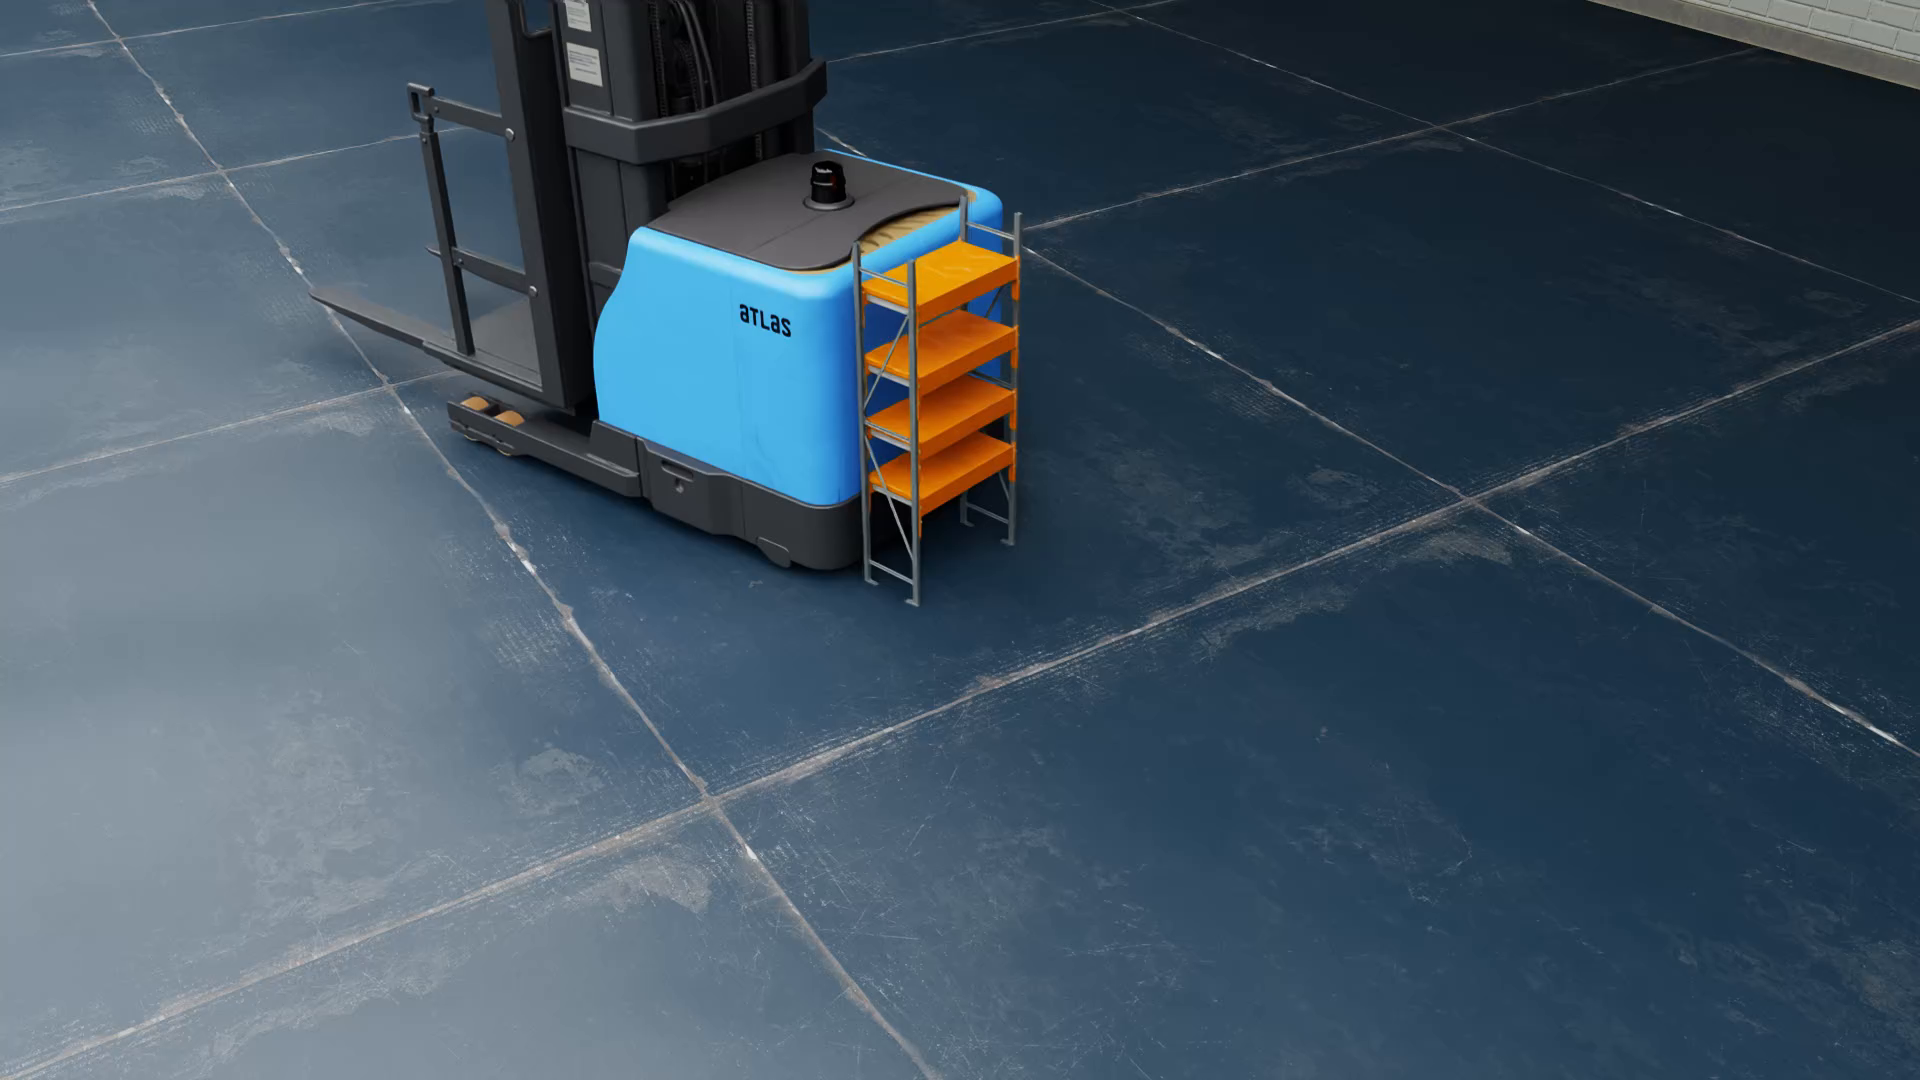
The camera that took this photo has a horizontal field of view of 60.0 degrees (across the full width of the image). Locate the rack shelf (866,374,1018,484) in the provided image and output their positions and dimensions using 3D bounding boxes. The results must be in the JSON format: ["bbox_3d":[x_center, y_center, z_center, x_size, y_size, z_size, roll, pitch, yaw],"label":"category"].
[{"bbox_3d":[-0.064,-0.374,5.345,0.258,0.148,0.480,25,40,33],"label":"rack shelf"}]

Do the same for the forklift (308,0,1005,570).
[{"bbox_3d":[-1.327,-1.760,5.794,3.031,2.935,1.130,21,38,30],"label":"forklift"}]

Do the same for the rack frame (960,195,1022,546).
[{"bbox_3d":[0.095,-0.530,5.466,0.240,1.200,0.015,25,40,33],"label":"rack frame"}]

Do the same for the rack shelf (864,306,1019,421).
[{"bbox_3d":[-0.064,-0.564,5.226,0.258,0.148,0.480,25,40,33],"label":"rack shelf"}]

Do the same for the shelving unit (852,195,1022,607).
[{"bbox_3d":[-0.064,-0.431,5.309,0.258,1.200,0.503,25,40,33],"label":"shelving unit"}]

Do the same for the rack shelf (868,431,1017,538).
[{"bbox_3d":[-0.064,-0.206,5.451,0.258,0.148,0.480,25,40,33],"label":"rack shelf"}]

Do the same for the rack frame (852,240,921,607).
[{"bbox_3d":[-0.223,-0.333,5.152,0.240,1.200,0.015,25,40,33],"label":"rack frame"}]

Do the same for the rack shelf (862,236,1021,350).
[{"bbox_3d":[-0.064,-0.764,5.099,0.258,0.148,0.480,25,40,33],"label":"rack shelf"}]
